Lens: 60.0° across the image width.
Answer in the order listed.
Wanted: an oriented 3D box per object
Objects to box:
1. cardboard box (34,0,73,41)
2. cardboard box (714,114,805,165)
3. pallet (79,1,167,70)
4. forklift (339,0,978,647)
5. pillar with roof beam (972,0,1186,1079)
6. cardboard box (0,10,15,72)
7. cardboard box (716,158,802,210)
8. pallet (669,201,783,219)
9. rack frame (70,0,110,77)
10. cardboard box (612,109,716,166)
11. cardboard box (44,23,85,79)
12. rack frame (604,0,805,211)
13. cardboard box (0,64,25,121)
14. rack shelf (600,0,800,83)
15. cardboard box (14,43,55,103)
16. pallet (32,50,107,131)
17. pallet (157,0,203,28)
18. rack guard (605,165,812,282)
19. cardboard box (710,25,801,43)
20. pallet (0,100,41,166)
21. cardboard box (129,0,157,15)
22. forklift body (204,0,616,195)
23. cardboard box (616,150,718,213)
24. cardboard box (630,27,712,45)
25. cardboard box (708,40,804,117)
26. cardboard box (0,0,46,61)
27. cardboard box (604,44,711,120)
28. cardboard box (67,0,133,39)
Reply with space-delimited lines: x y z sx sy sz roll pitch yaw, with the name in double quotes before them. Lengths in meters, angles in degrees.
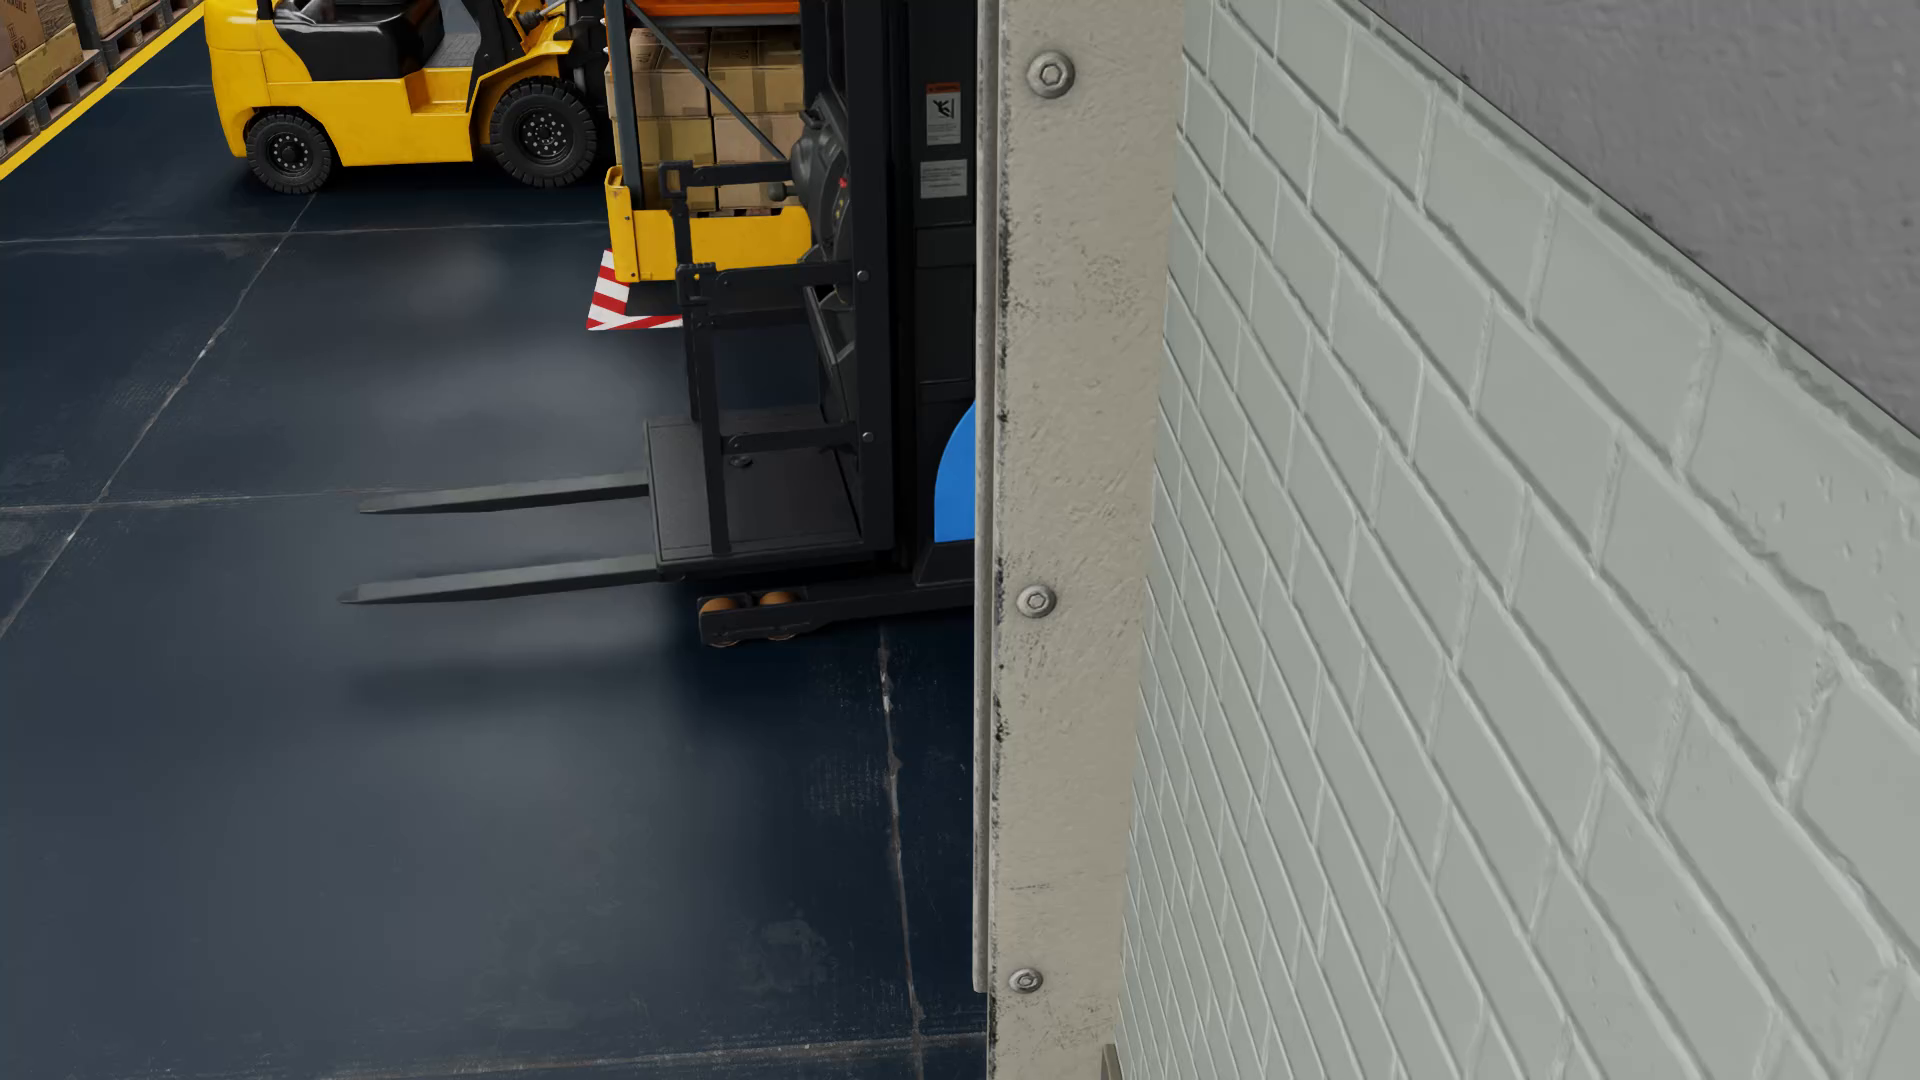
"cardboard box" -6.181 -3.555 10.817 0.500 0.500 0.500 -3 31 -5
"cardboard box" -1.026 -2.184 8.766 0.500 0.250 0.500 -2 31 -4
"pallet" -6.578 -3.723 12.276 1.003 0.211 1.213 -3 31 -5
"forklift" -0.632 -1.191 5.385 3.031 2.935 1.130 -6 31 -10
"pillar with roof beam" -4.082 -2.424 1.534 9.100 9.000 0.400 -3 31 -5
"cardboard box" -6.083 -3.035 9.946 0.500 0.500 0.500 -1 31 -2
"cardboard box" -1.040 -1.980 8.911 0.500 0.250 0.500 -3 31 -4
"pallet" -1.302 -1.911 9.244 1.003 0.211 1.213 -3 31 -5
"rack frame" -6.504 -4.522 10.896 1.000 3.000 0.127 -3 31 -5
"cardboard box" -1.545 -2.168 8.738 0.500 0.250 0.500 -3 31 -5
"cardboard box" -6.181 -3.233 11.010 0.500 0.250 0.500 -1 31 -2
"rack frame" -1.188 -2.720 7.878 1.000 3.000 0.127 -3 31 -5
"cardboard box" -6.078 -2.702 10.120 0.500 0.250 0.500 -2 31 -4
"rack shelf" -1.375 -3.432 9.772 1.077 0.370 4.000 -3 31 -5
"cardboard box" -6.121 -2.962 10.555 0.500 0.250 0.500 -4 31 -6
"pallet" -6.406 -2.984 11.040 1.003 0.211 1.213 -3 31 -5
"pallet" -6.695 -4.347 13.322 1.003 0.211 1.213 -3 31 -5
"rack guard" -1.186 -1.634 8.499 1.175 0.500 0.348 -3 31 -5
"cardboard box" -1.095 -2.658 9.072 0.500 0.250 0.500 -3 31 -5
"pallet" -6.289 -2.360 9.995 1.003 0.211 1.213 -3 31 -5
"cardboard box" -6.626 -4.209 12.524 0.950 0.372 0.625 -1 31 -1
"forklift body" -3.182 -3.236 9.570 2.313 2.155 1.214 -3 31 -5
"cardboard box" -1.547 -1.944 8.852 0.500 0.250 0.500 -3 31 -4
"cardboard box" -1.596 -2.629 9.024 0.500 0.250 0.500 -2 31 -4
"cardboard box" -1.045 -2.403 8.645 0.500 0.250 0.500 -3 31 -5
"cardboard box" -6.132 -3.295 10.382 0.500 0.500 0.500 -2 31 -4
"cardboard box" -1.542 -2.369 8.588 0.500 0.250 0.500 -2 31 -3
"cardboard box" -6.555 -3.842 11.910 0.950 0.372 0.625 -2 31 -4
